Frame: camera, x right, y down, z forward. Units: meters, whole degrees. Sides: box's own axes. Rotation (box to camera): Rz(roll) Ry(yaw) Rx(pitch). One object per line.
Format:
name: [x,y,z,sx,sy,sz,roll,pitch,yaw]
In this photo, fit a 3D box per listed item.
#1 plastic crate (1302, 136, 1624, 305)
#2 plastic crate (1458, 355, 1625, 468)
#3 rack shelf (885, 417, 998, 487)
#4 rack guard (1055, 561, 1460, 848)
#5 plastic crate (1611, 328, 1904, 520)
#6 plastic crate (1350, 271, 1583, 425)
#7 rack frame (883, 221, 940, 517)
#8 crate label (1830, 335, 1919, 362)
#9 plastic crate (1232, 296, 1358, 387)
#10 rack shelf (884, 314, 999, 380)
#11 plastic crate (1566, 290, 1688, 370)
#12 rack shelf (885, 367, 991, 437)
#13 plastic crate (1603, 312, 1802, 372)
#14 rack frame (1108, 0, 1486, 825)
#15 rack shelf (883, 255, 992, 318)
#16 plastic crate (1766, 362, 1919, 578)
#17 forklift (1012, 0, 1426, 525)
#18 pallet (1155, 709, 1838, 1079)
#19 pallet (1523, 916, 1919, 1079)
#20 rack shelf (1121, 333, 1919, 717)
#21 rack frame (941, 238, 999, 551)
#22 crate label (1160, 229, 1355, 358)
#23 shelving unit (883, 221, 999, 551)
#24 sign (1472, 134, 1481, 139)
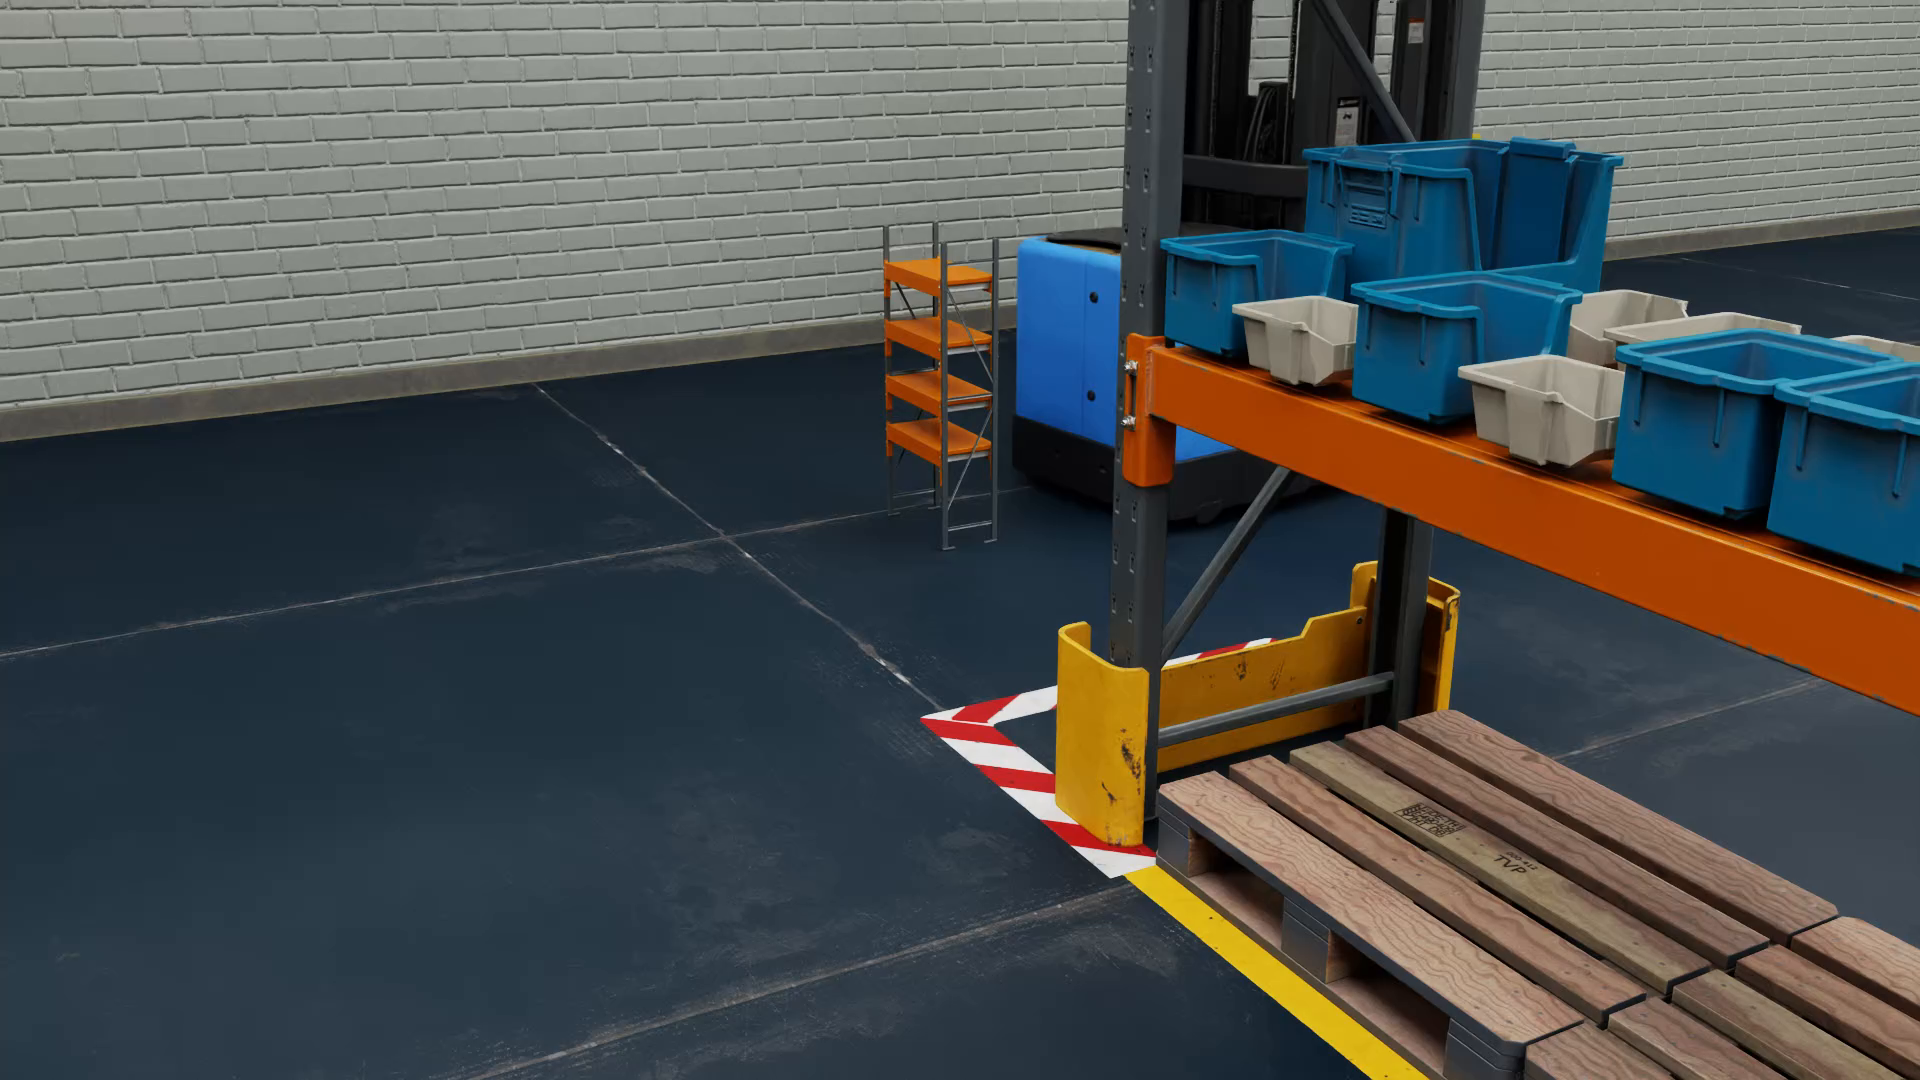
plastic crate: [1.179,-0.724,3.985,0.616,0.435,0.499,-10,21,-27]
plastic crate: [1.085,-0.228,3.007,0.250,0.136,0.298,-10,21,-27]
rack shelf: [-0.079,-0.363,6.660,0.258,0.148,0.480,-10,21,-27]
rack guard: [0.833,0.431,4.617,1.175,0.500,0.348,-10,21,-27]
plastic crate: [1.308,-0.196,2.764,0.416,0.233,0.300,-10,21,-27]
plastic crate: [0.996,-0.385,3.312,0.416,0.233,0.300,-10,21,-27]
rack frame: [-0.194,-0.685,6.776,0.240,1.200,0.015,-10,21,-27]
crate label: [1.681,-0.282,3.163,0.396,0.136,0.243,-10,21,-27]
plastic crate: [0.763,-0.423,3.571,0.250,0.136,0.298,-10,21,-27]
rack shelf: [-0.079,-0.763,6.522,0.258,0.148,0.480,-10,21,-27]
plastic crate: [1.402,-0.444,3.631,0.396,0.136,0.243,-10,21,-27]
rack shelf: [-0.079,-0.551,6.595,0.258,0.148,0.480,-10,21,-27]
plastic crate: [1.527,-0.358,3.384,0.396,0.136,0.243,-10,21,-27]
rack frame: [0.856,-0.746,4.195,1.000,3.000,0.127,-10,21,-27]
rack shelf: [-0.079,-0.986,6.445,0.258,0.148,0.480,-10,21,-27]
plastic crate: [1.451,-0.109,2.515,0.416,0.233,0.300,-10,21,-27]
forklift: [1.718,-1.810,7.384,3.031,2.935,1.130,-13,23,-34]
pallet: [1.213,0.815,3.947,1.003,0.211,1.213,-10,21,-27]
pallet: [1.789,1.165,2.933,1.003,0.211,1.213,-10,21,-27]
rack shelf: [1.805,0.168,2.649,1.077,0.370,4.000,-10,21,-27]
rack frame: [0.037,-0.545,6.370,0.240,1.200,0.015,-10,21,-27]
crate label: [0.683,-0.574,3.860,0.416,0.233,0.303,-10,21,-27]
shelving unit: [-0.079,-0.615,6.573,0.258,1.200,0.503,-10,21,-27]
sign: [1.332,-0.913,4.429,0.100,0.325,0.005,-10,21,-27]
